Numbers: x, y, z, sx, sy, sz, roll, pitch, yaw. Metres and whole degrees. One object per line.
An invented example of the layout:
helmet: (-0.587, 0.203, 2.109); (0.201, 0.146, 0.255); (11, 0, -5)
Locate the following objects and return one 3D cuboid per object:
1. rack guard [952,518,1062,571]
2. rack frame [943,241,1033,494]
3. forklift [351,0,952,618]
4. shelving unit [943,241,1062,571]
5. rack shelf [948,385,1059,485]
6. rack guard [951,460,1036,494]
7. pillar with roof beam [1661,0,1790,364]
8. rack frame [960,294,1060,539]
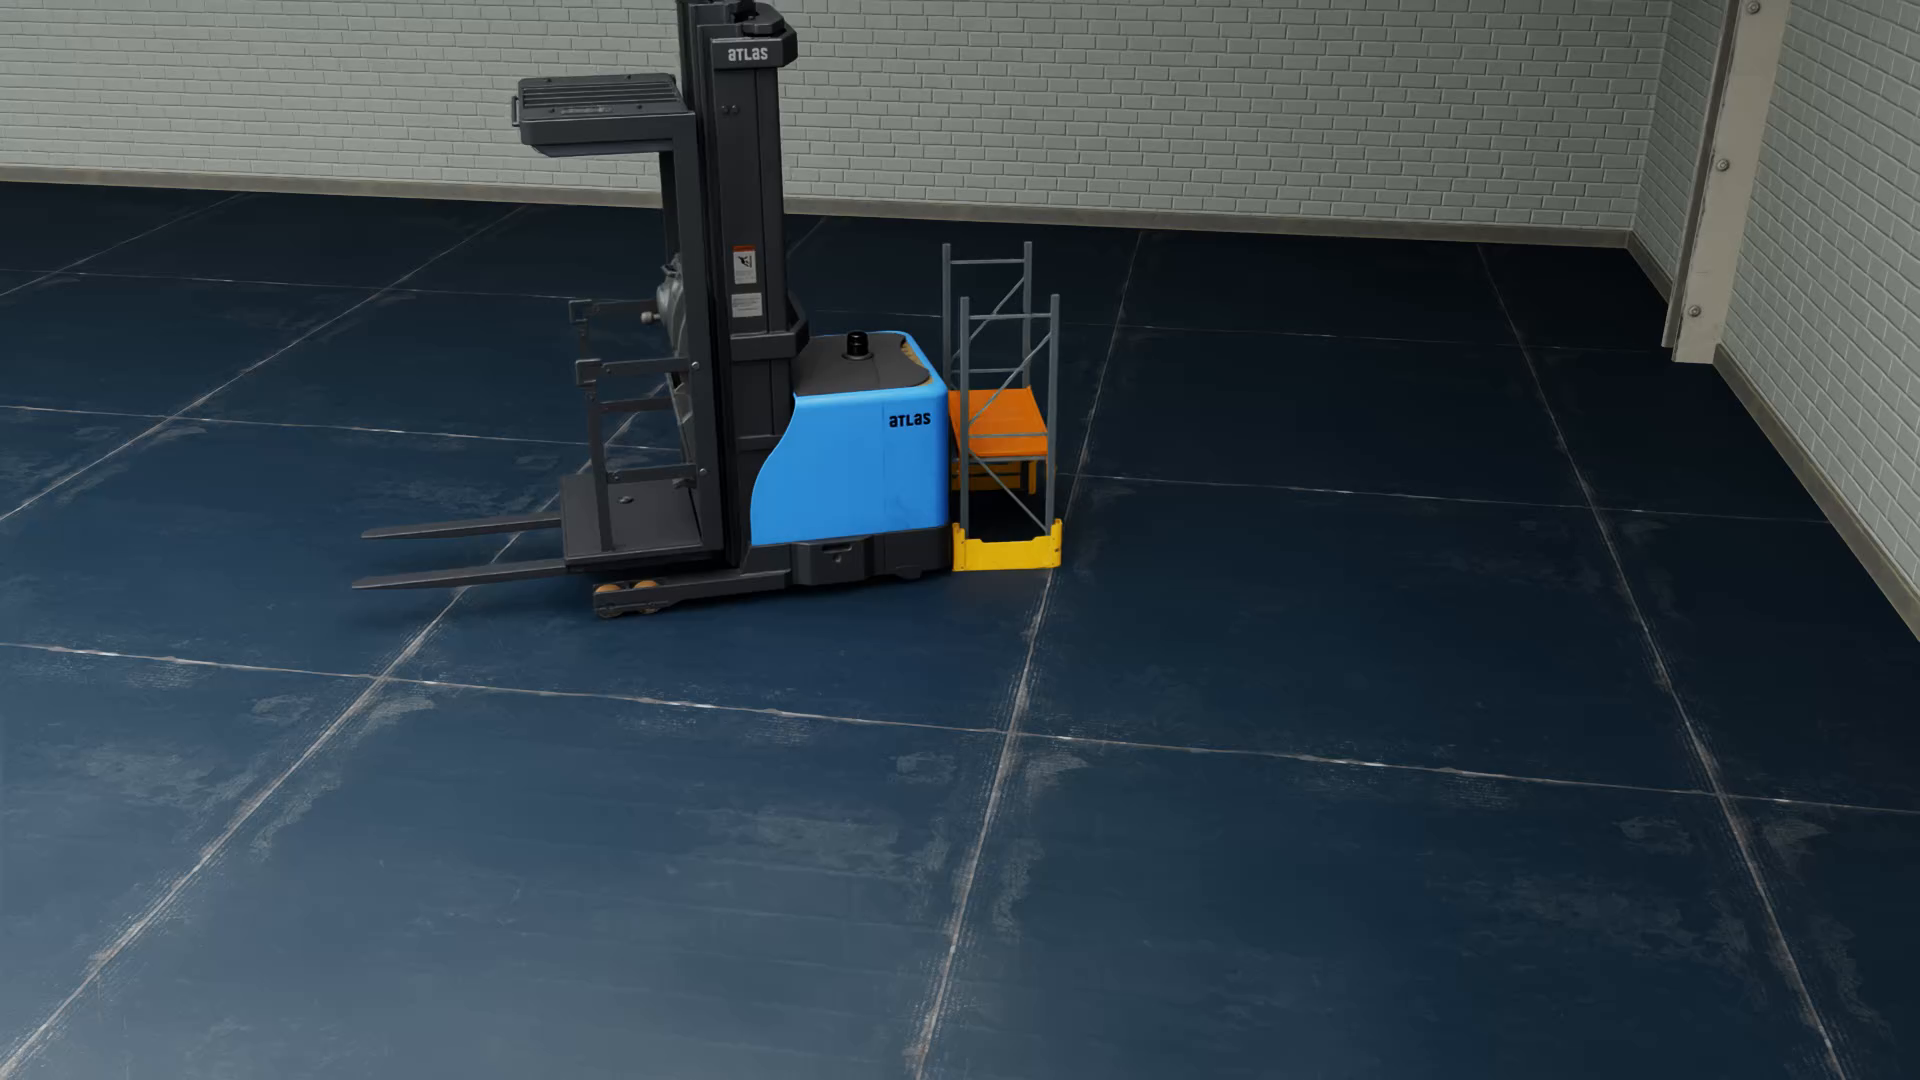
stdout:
rack guard: (0.250, 0.025, 8.901); (0.587, 0.250, 0.087); (-2, 25, -5)
rack frame: (0.153, -0.969, 9.551); (0.500, 1.500, 0.032); (-2, 25, -5)
forklift: (-1.619, -1.181, 8.315); (3.031, 2.935, 1.130); (-6, 26, -12)
shelving unit: (0.203, -0.751, 9.085); (0.587, 1.500, 1.083); (-2, 25, -5)
rack shelf: (0.202, -0.592, 9.169); (0.538, 0.185, 1.000); (-2, 25, -5)
rack guard: (0.155, -0.395, 9.799); (0.587, 0.250, 0.087); (-2, 25, -5)
pillar with roof beam: (1.081, -5.733, 10.883); (9.100, 9.000, 0.400); (4, 25, 9)
rack frame: (0.250, -0.540, 8.635); (0.500, 1.500, 0.032); (-2, 25, -5)
